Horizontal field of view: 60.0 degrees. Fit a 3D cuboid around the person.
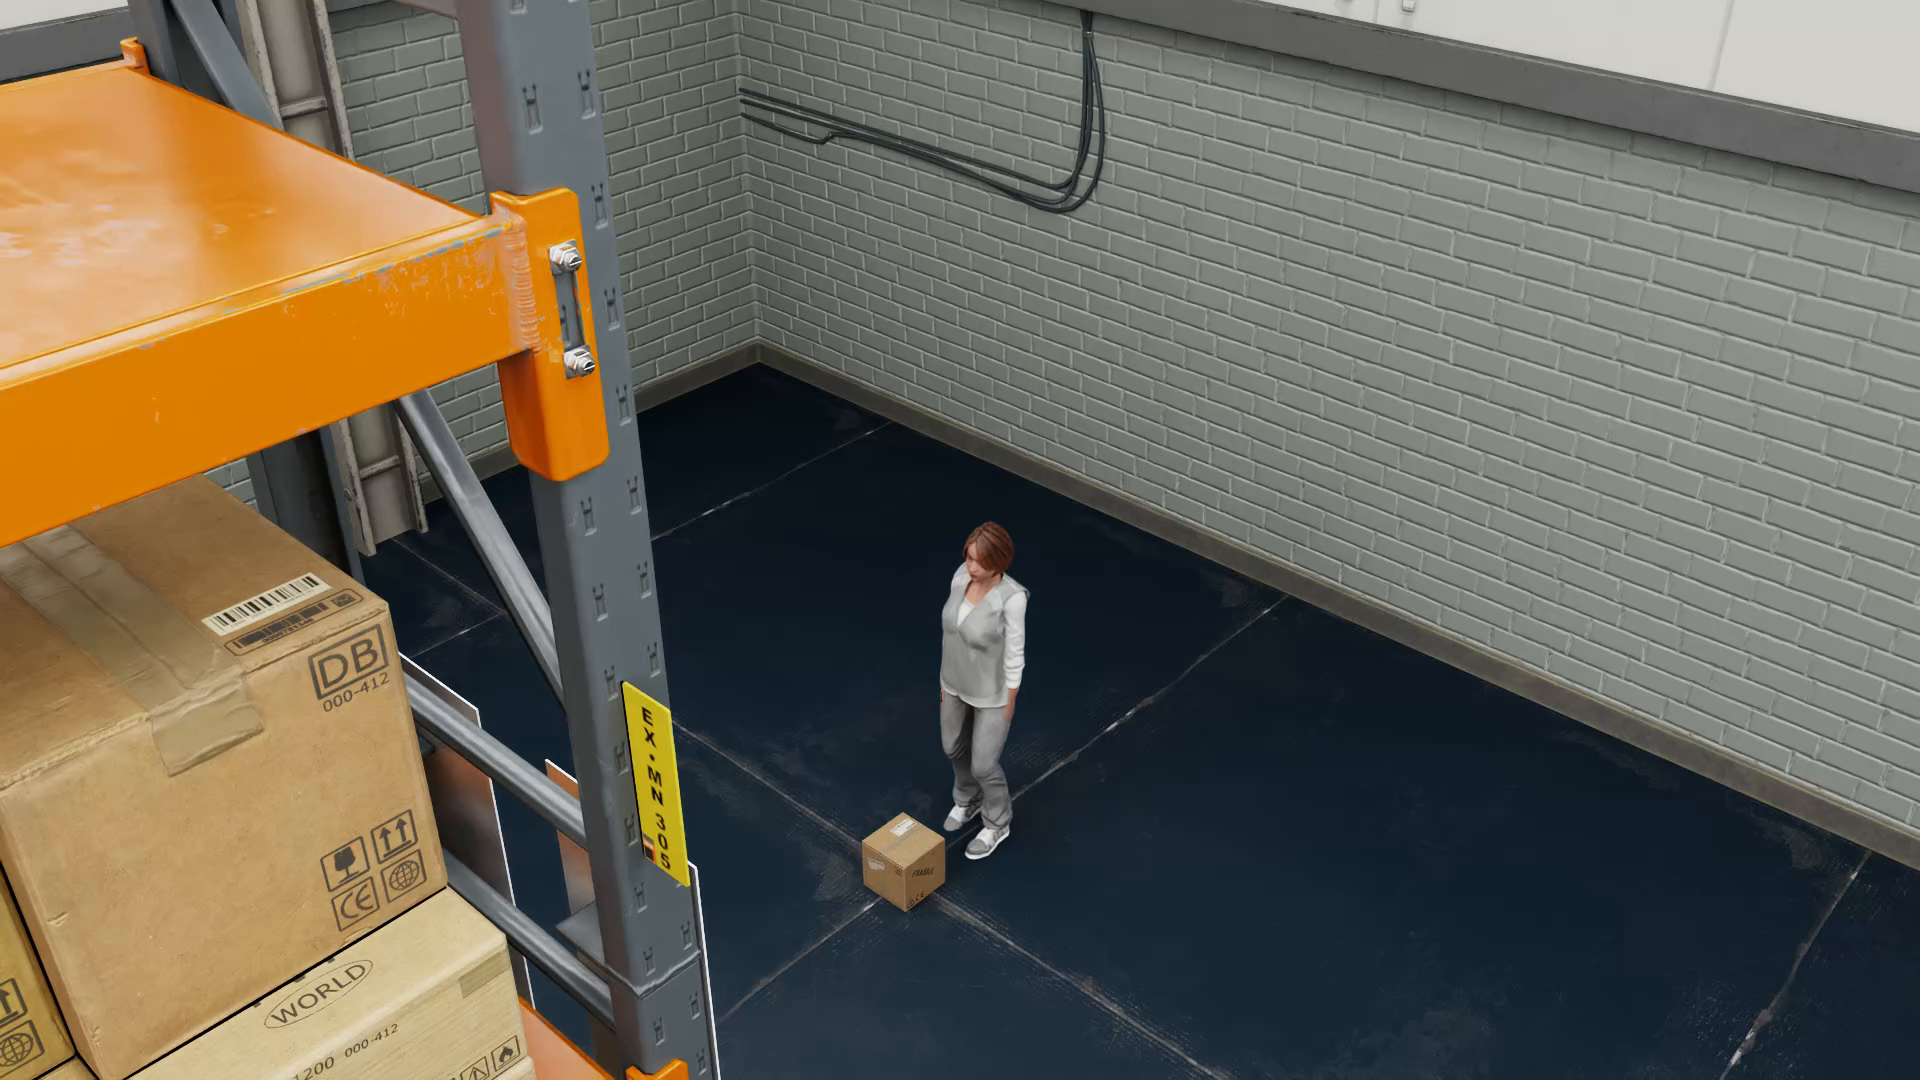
[{"bbox_3d":[0.084,0.646,6.988,0.409,1.624,0.331,27,41,36],"label":"person"}]
